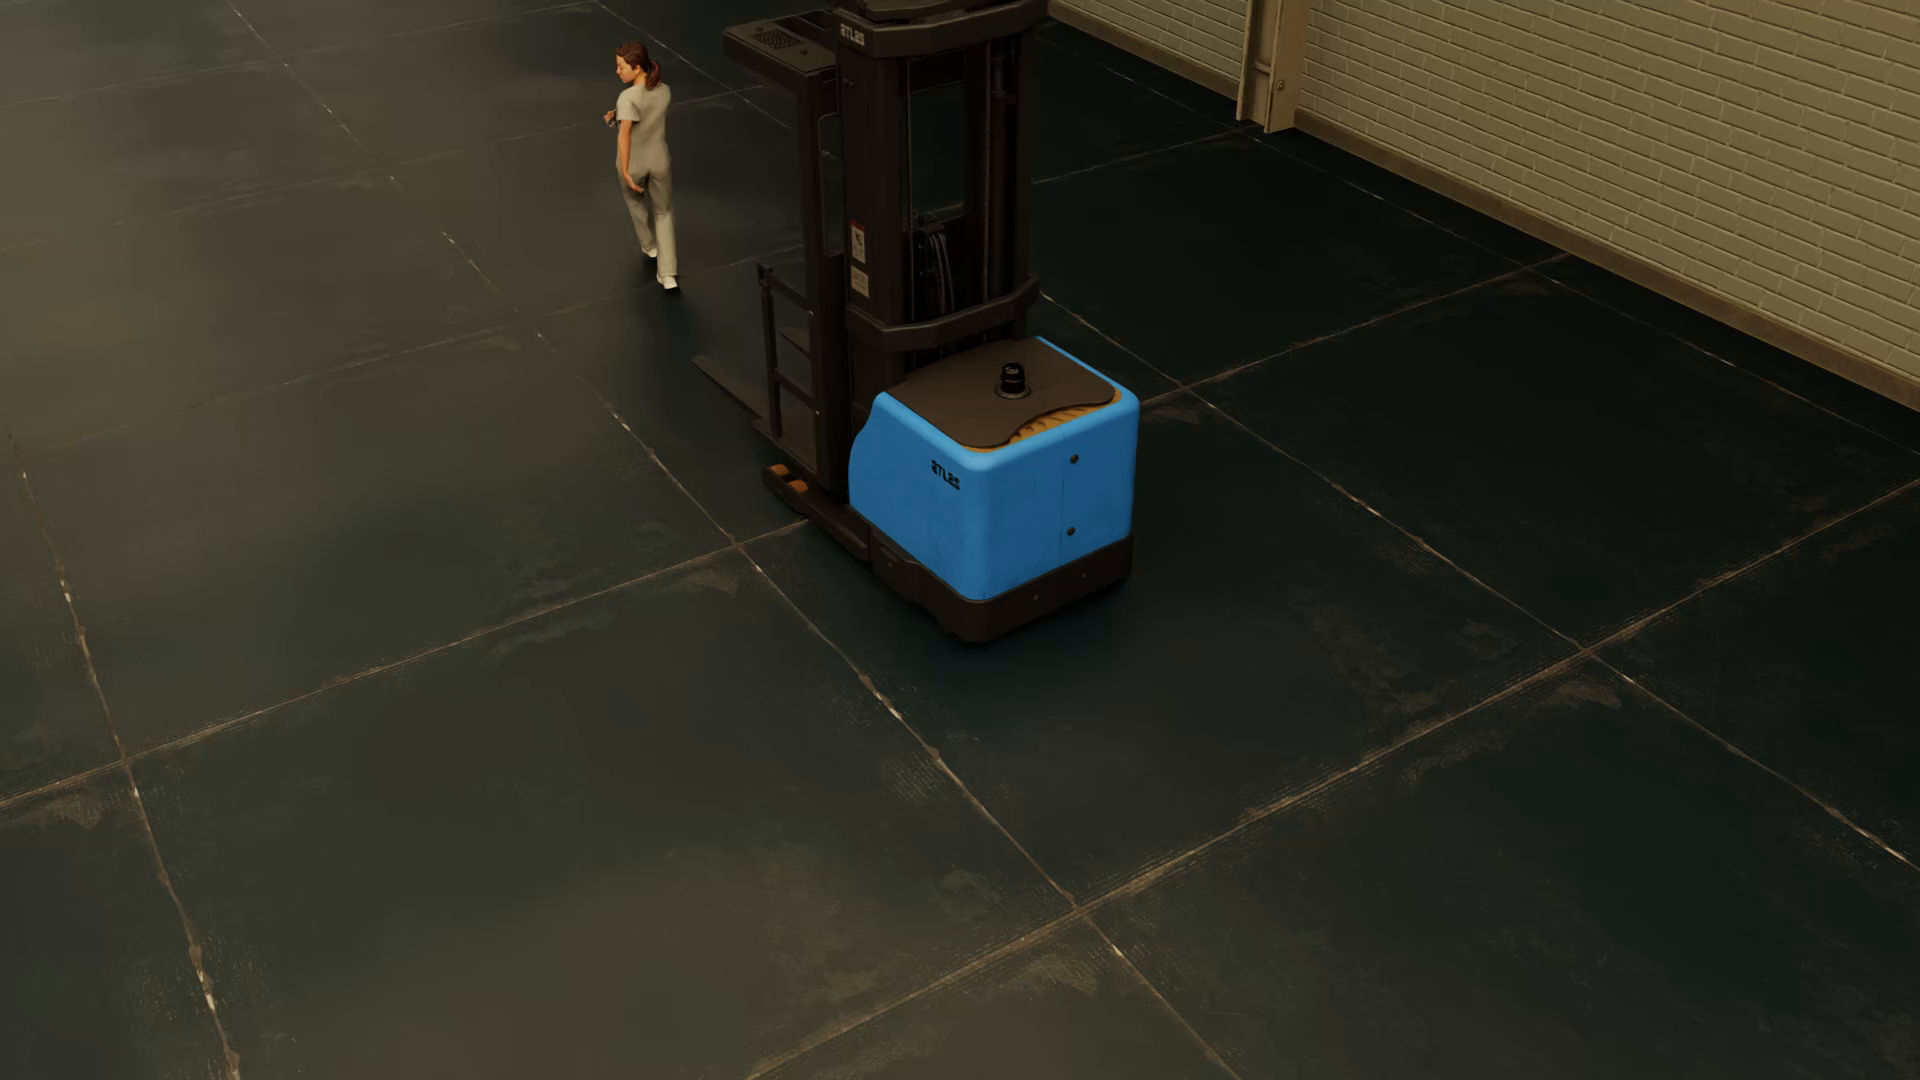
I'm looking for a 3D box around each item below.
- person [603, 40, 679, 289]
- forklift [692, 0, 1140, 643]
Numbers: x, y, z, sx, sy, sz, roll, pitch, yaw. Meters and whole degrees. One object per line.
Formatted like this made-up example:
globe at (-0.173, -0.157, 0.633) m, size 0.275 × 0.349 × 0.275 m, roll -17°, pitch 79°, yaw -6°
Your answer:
person at (-2.061, -2.472, 10.859) m, size 0.461 × 1.619 × 0.900 m, roll -14°, pitch 38°, yaw -19°
forklift at (-0.419, -1.508, 8.294) m, size 1.130 × 2.935 × 3.031 m, roll -23°, pitch 41°, yaw -29°
